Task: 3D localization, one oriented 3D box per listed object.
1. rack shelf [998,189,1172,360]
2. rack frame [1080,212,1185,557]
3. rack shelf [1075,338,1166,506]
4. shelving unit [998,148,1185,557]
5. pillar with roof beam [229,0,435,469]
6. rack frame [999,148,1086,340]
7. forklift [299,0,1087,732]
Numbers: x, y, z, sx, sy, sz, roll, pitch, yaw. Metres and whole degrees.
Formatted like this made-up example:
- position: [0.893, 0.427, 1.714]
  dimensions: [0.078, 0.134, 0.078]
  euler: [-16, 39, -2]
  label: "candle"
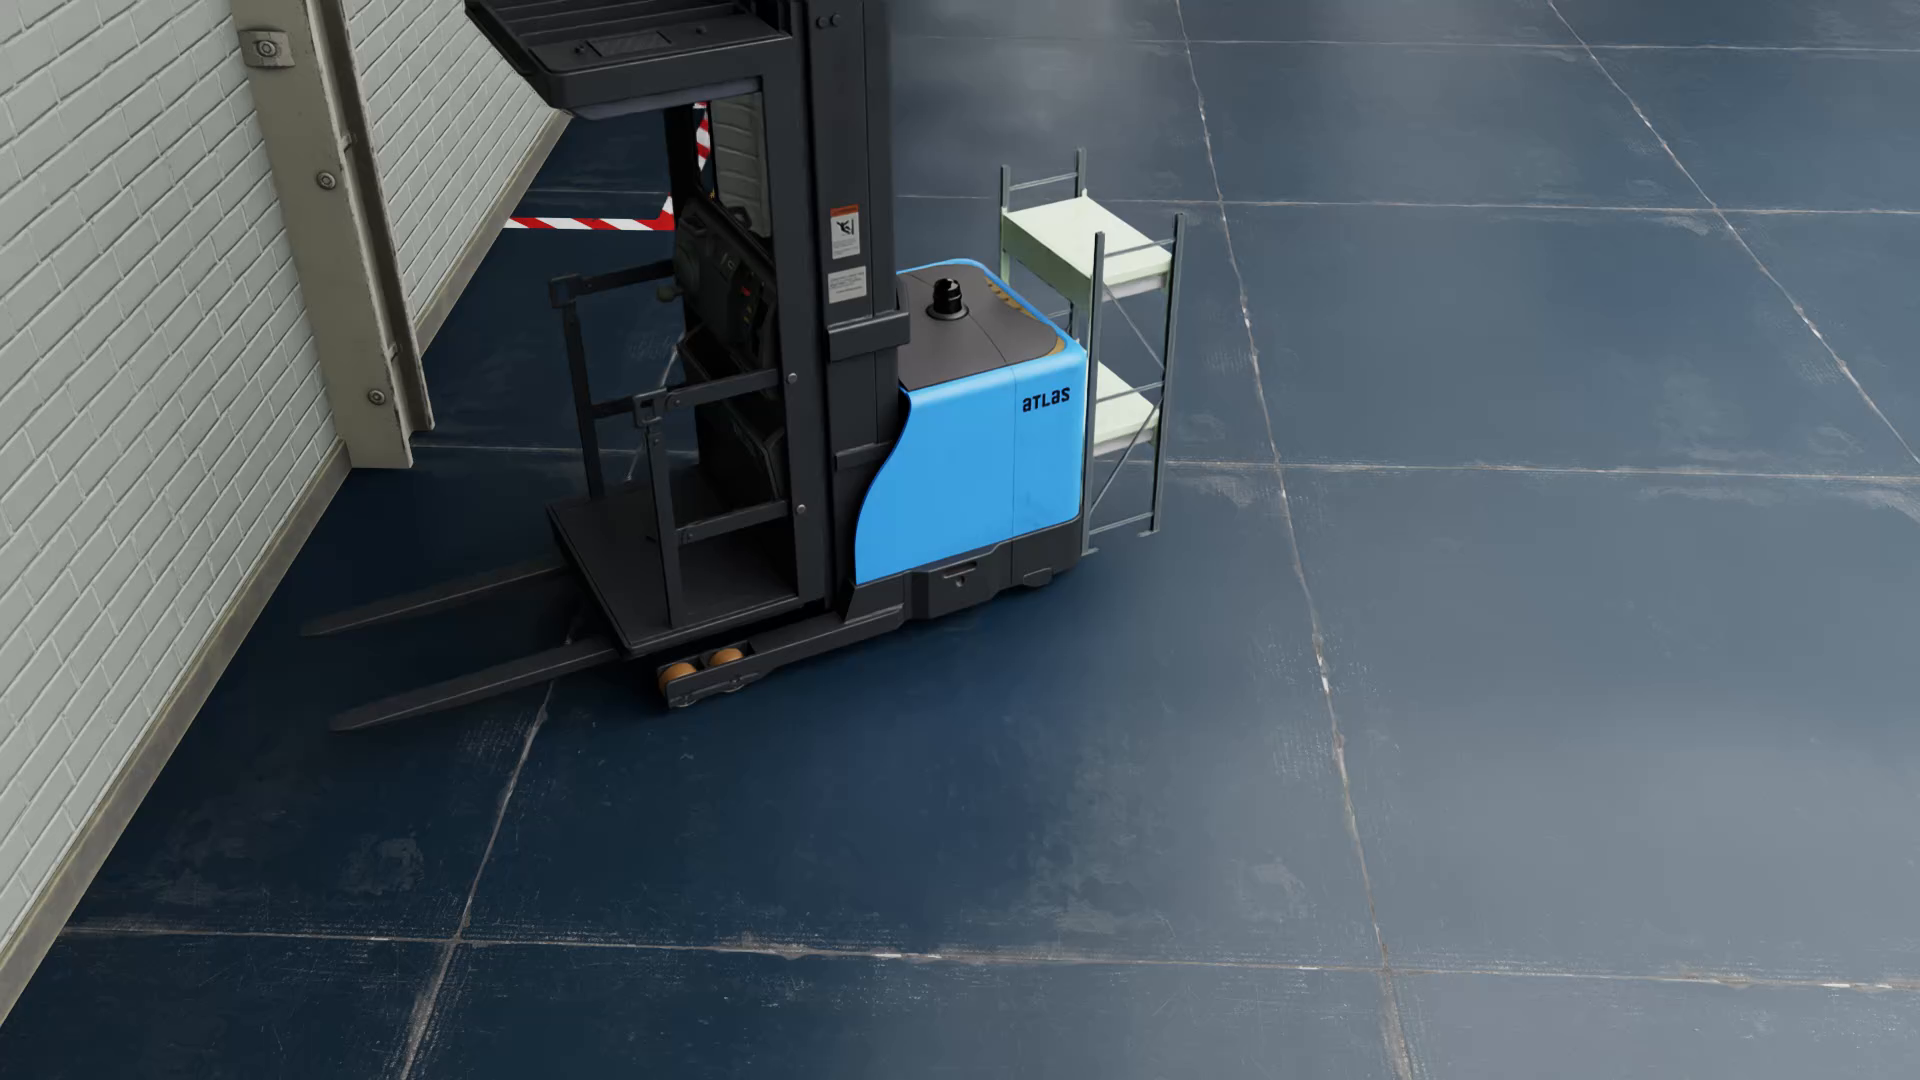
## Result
- position: [0.519, -1.105, 6.840]
  dimensions: [0.431, 0.370, 0.720]
  euler: [-17, 39, -23]
  label: "rack shelf"
- position: [0.692, -0.600, 6.800]
  dimensions: [0.400, 1.500, 0.023]
  euler: [-17, 39, -23]
  label: "rack frame"
- position: [0.519, -0.519, 7.251]
  dimensions: [0.431, 0.370, 0.720]
  euler: [-17, 39, -23]
  label: "rack shelf"
- position: [0.519, -0.786, 7.064]
  dimensions: [0.431, 1.500, 0.755]
  euler: [-17, 39, -23]
  label: "shelving unit"
- position: [1.601, -4.032, 5.161]
  dimensions: [9.100, 9.000, 0.400]
  euler: [1, 35, 2]
  label: "pillar with roof beam"
- position: [0.347, -0.972, 7.328]
  dimensions: [0.400, 1.500, 0.023]
  euler: [-17, 39, -23]
  label: "rack frame"
- position: [-1.041, -0.910, 5.996]
  dimensions: [3.031, 2.935, 1.130]
  euler: [-17, 38, -22]
  label: "forklift"
